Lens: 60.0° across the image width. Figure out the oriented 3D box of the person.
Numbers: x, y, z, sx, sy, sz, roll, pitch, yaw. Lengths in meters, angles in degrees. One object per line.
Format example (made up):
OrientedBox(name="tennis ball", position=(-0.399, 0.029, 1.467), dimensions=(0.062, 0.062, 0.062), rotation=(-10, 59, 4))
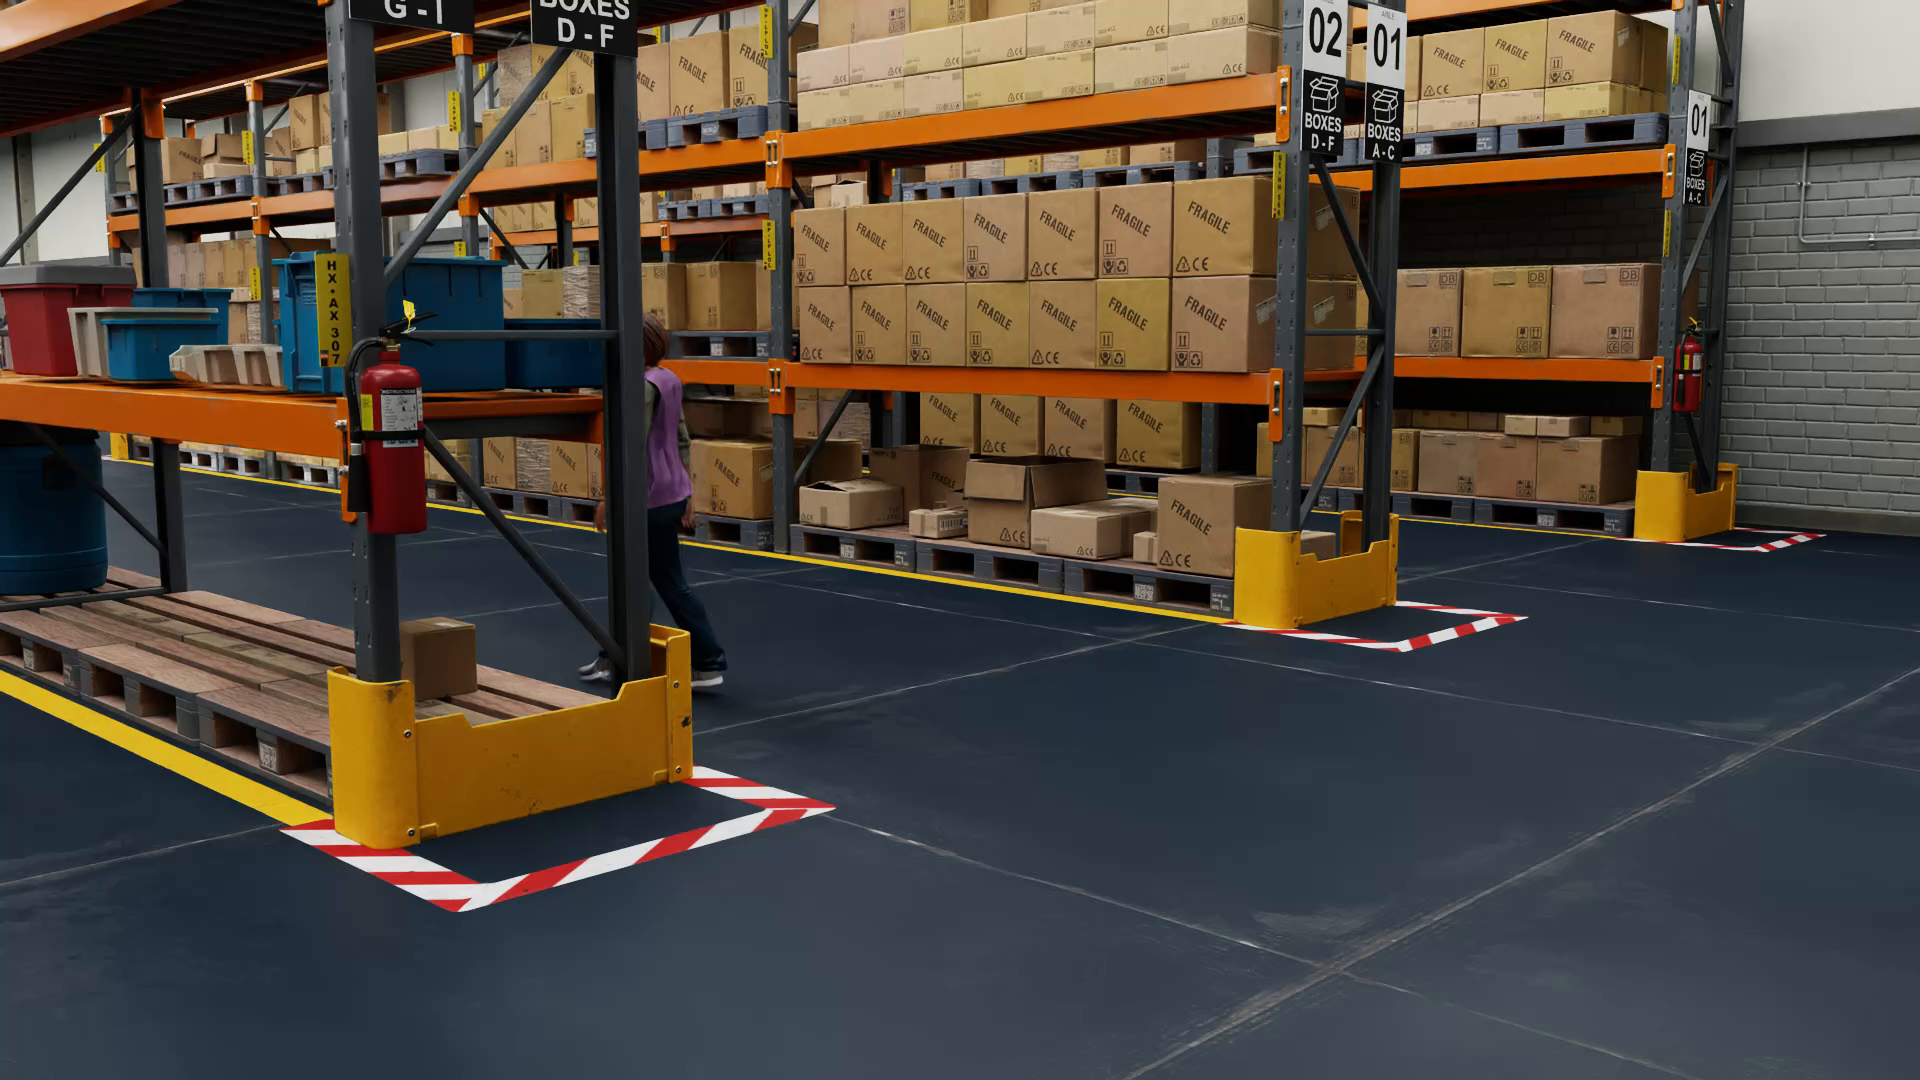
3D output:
OrientedBox(name="person", position=(-1.331, -0.146, 6.928), dimensions=(0.709, 1.577, 0.510), rotation=(1, 7, 5))
